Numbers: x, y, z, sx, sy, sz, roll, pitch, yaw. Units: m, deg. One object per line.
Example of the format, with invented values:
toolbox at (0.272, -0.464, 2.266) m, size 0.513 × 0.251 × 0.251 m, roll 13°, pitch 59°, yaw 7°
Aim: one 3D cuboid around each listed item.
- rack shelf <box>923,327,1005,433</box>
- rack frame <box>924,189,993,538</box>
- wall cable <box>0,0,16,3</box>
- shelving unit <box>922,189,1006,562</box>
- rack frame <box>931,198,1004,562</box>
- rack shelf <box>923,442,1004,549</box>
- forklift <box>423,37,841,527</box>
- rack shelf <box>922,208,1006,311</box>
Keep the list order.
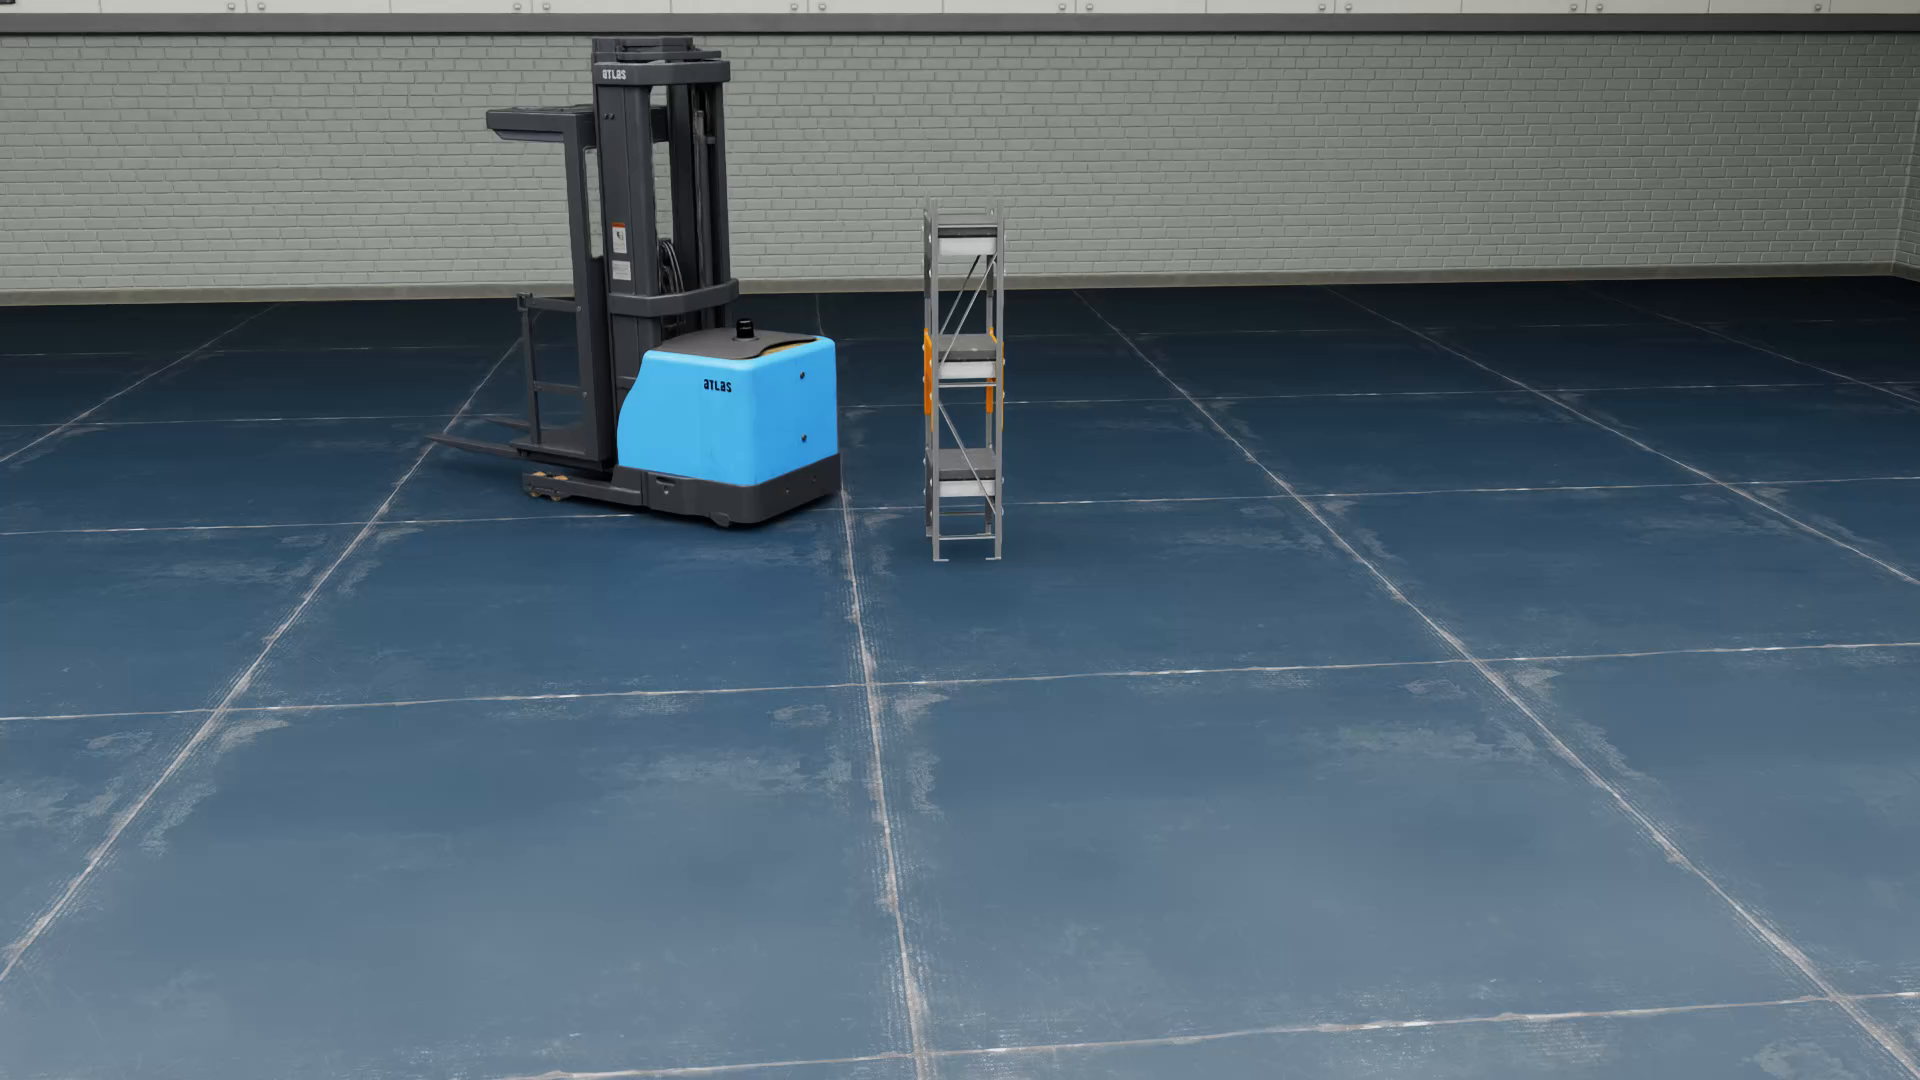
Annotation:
rack shelf at (0.017, -0.939, 9.710) m, size 0.431 × 0.518 × 0.480 m, roll -2°, pitch 18°, yaw -6°
rack frame at (-0.008, -1.025, 9.937) m, size 0.400 × 2.100 × 0.015 m, roll -2°, pitch 18°, yaw -6°
wall cable at (-9.132, -8.546, 16.697) m, size 2.305 × 6.003 × 0.169 m, roll -2°, pitch 18°, yaw -6°
shelving unit at (0.017, -0.952, 9.705) m, size 0.431 × 2.100 × 0.503 m, roll -2°, pitch 18°, yaw -6°
rack frame at (0.042, -0.880, 9.474) m, size 0.400 × 2.100 × 0.015 m, roll -2°, pitch 18°, yaw -6°
rack shelf at (0.017, -0.272, 9.919) m, size 0.431 × 0.518 × 0.480 m, roll -2°, pitch 18°, yaw -6°
forklift at (-2.327, -1.781, 10.958) m, size 3.031 × 2.935 × 1.130 m, roll 10°, pitch 20°, yaw 28°
rack shelf at (0.017, -1.607, 9.500) m, size 0.431 × 0.518 × 0.480 m, roll -2°, pitch 18°, yaw -6°
